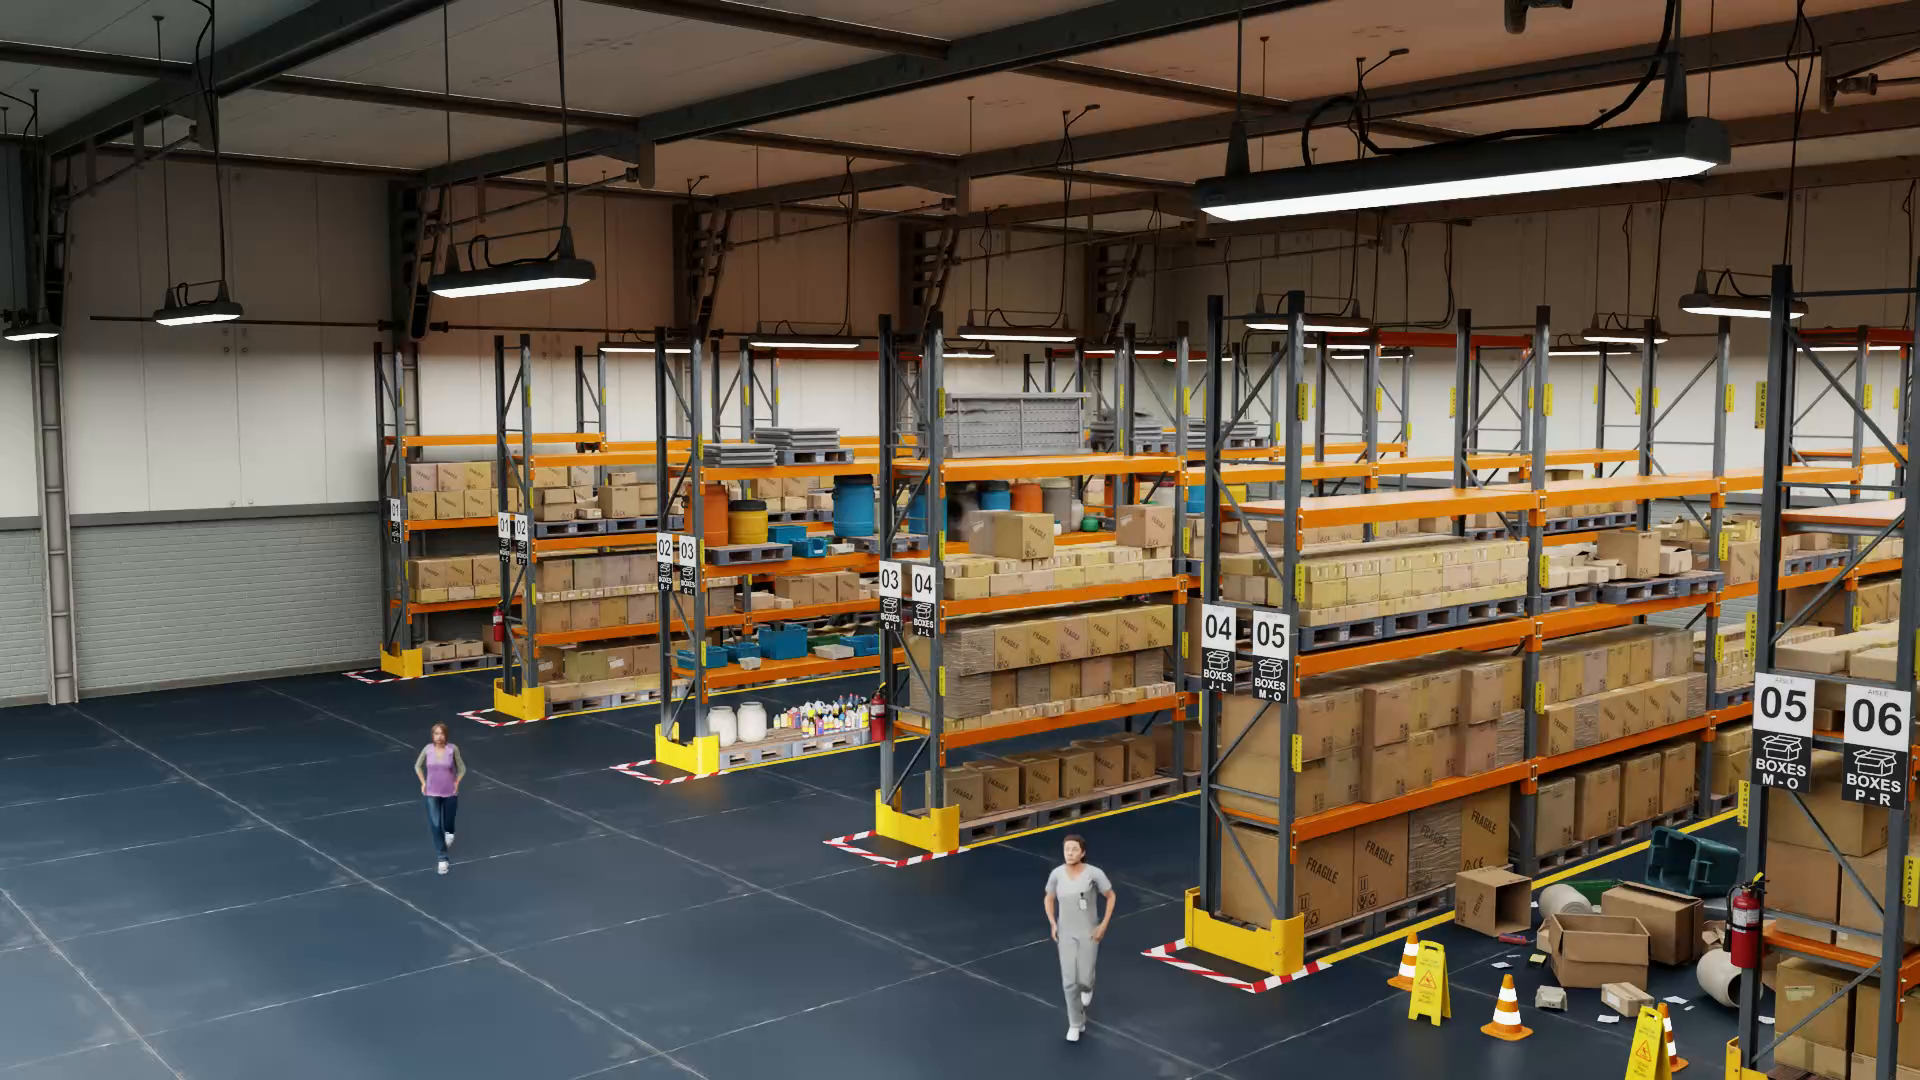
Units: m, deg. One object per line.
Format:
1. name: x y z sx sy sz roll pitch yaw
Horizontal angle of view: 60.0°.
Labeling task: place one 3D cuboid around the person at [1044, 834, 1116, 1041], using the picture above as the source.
1. person: 0.957 3.145 13.318 0.572 1.642 0.643 2 5 16

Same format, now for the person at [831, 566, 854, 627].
1. person: -2.305 1.333 33.057 0.550 1.626 0.646 4 7 40

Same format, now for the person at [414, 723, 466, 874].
1. person: -5.625 2.757 18.004 0.536 1.584 0.732 -1 5 -14
